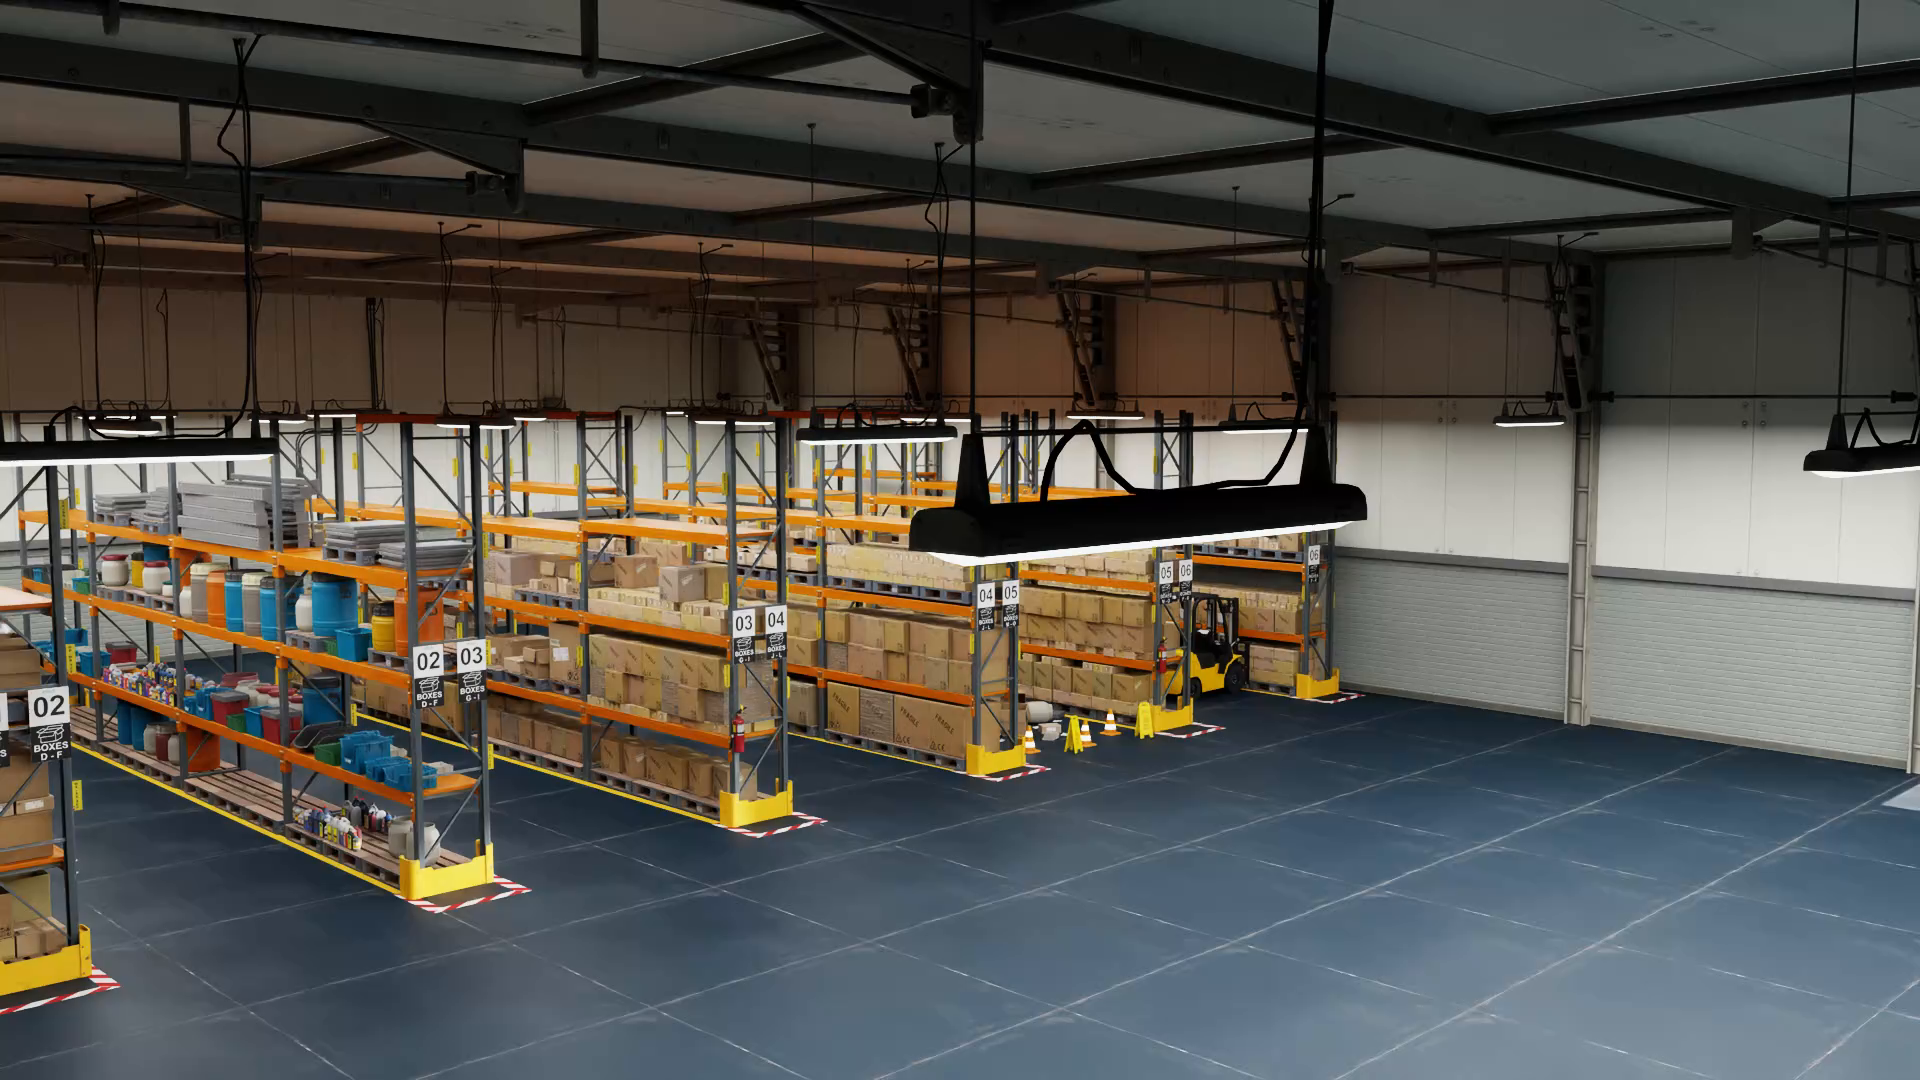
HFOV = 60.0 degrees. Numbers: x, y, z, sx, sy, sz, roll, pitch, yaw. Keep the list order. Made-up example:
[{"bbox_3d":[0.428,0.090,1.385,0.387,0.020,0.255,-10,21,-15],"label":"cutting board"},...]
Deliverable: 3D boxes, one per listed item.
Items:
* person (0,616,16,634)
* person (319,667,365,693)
[{"bbox_3d":[-20.479,2.370,35.813,0.449,1.676,0.510,-4,6,-36],"label":"person"},{"bbox_3d":[-11.500,2.830,30.813,0.790,1.814,0.919,-4,7,-41],"label":"person"}]
